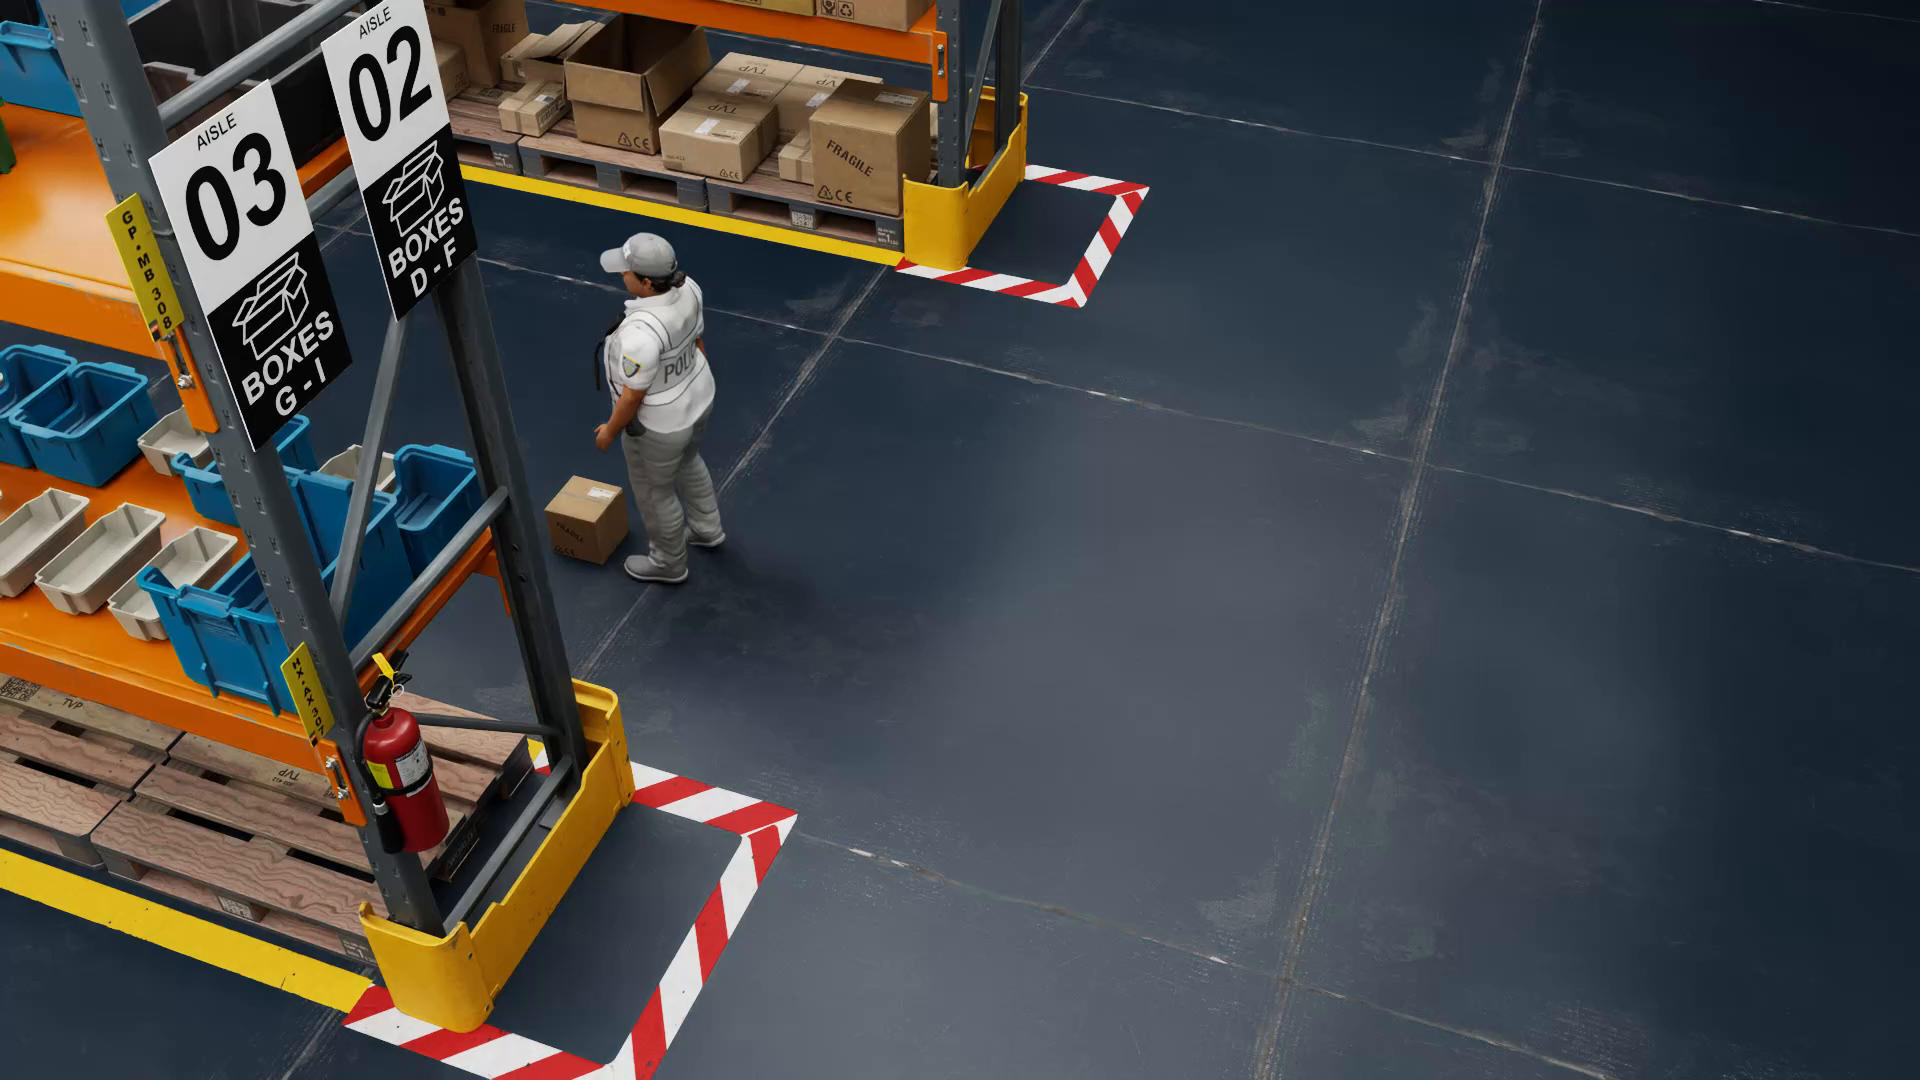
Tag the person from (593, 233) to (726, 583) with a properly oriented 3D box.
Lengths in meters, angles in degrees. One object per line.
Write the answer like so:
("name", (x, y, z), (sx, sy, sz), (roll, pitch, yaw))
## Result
("person", (-1.223, -0.498, 6.739), (0.436, 1.725, 0.528), (14, 44, 15))
